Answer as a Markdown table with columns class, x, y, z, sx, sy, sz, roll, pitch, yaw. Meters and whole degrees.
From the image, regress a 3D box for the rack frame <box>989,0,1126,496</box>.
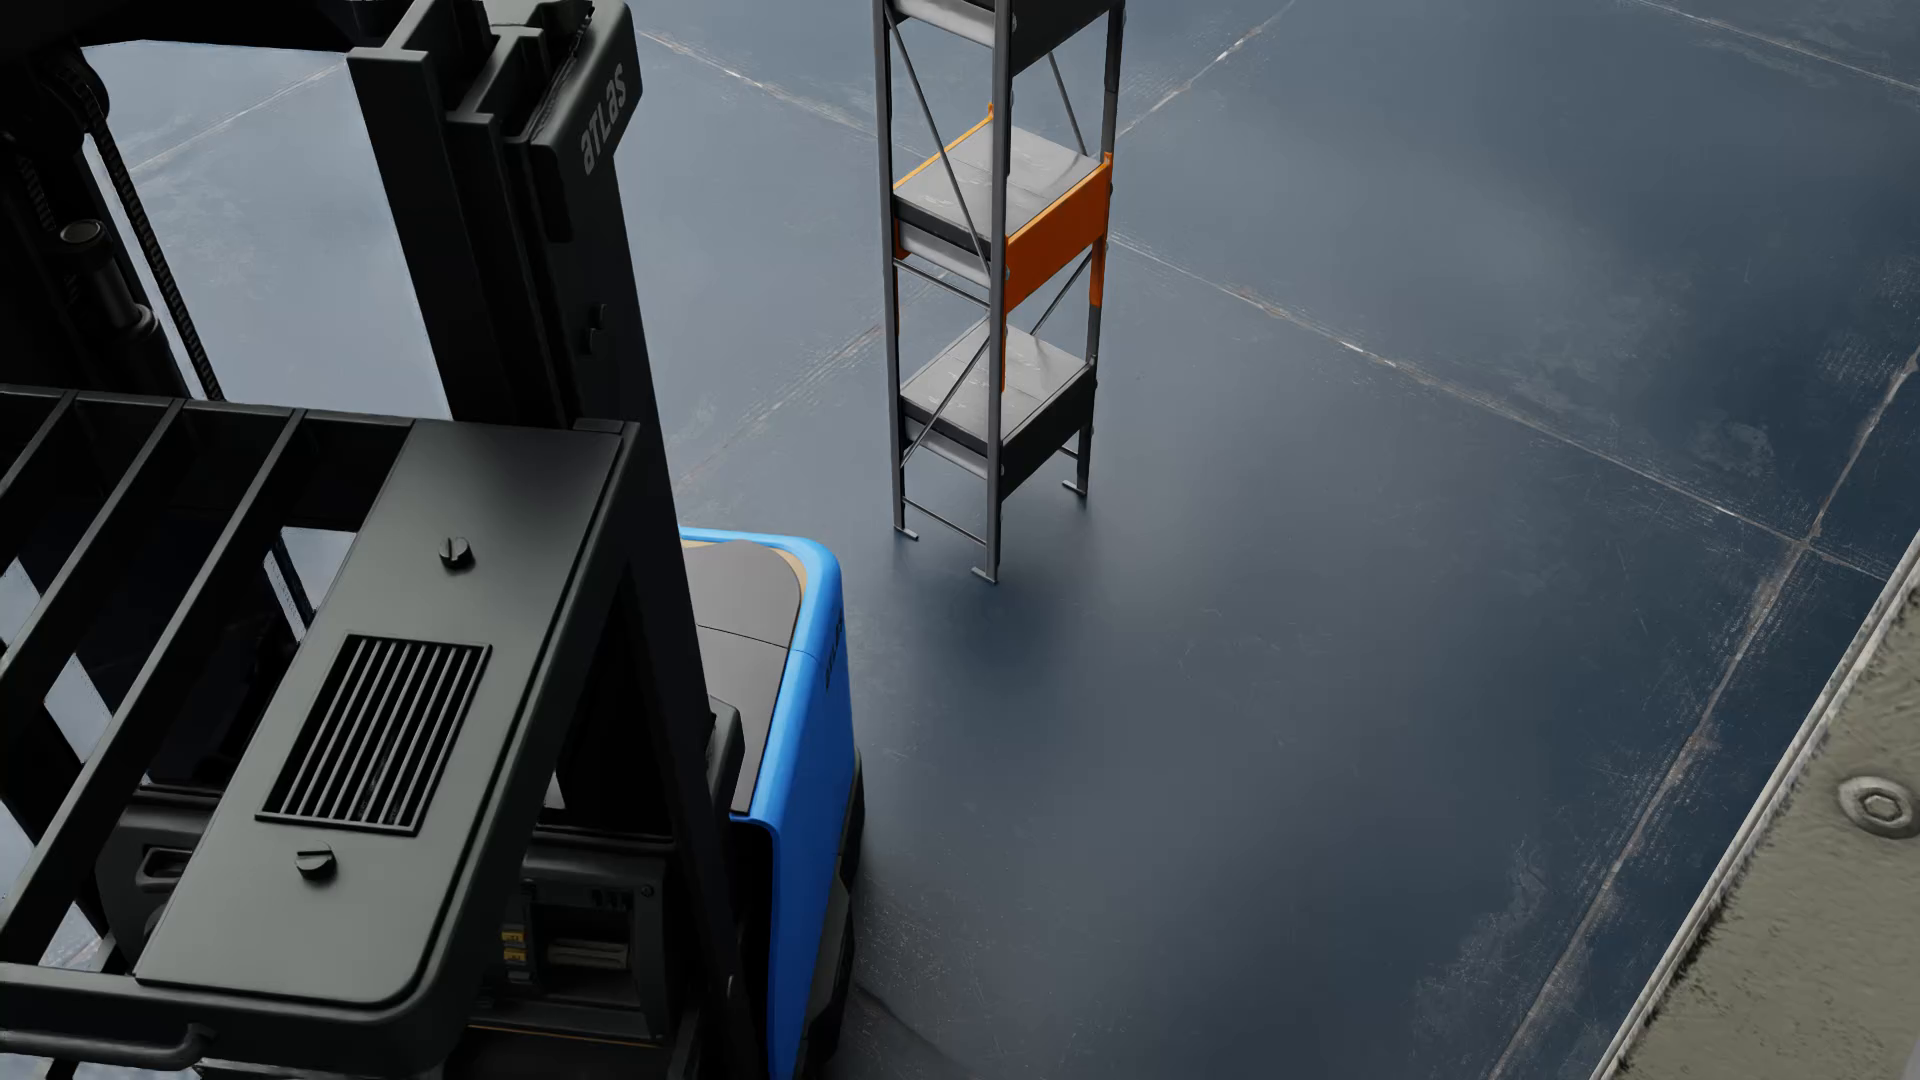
| class | x | y | z | sx | sy | sz | roll | pitch | yaw |
| --- | --- | --- | --- | --- | --- | --- | --- | --- | --- |
| rack frame | 0.250 | -0.960 | 4.715 | 0.400 | 2.100 | 0.015 | 29 | 53 | 25 |

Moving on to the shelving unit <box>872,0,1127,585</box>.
| class | x | y | z | sx | sy | sz | roll | pitch | yaw |
| --- | --- | --- | --- | --- | --- | --- | --- | --- | --- |
| shelving unit | 0.101 | -0.820 | 4.581 | 0.431 | 2.100 | 0.503 | 29 | 53 | 25 |

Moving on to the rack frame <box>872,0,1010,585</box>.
| class | x | y | z | sx | sy | sz | roll | pitch | yaw |
| --- | --- | --- | --- | --- | --- | --- | --- | --- | --- |
| rack frame | -0.048 | -0.680 | 4.448 | 0.400 | 2.100 | 0.015 | 29 | 53 | 25 |

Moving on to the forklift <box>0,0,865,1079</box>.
| class | x | y | z | sx | sy | sz | roll | pitch | yaw |
| --- | --- | --- | --- | --- | --- | --- | --- | --- | --- |
| forklift | -0.945 | 0.746 | 2.511 | 1.130 | 2.935 | 3.031 | 5 | 47 | 5 |

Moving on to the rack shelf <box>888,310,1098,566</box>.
| class | x | y | z | sx | sy | sz | roll | pitch | yaw |
| --- | --- | --- | --- | --- | --- | --- | --- | --- | --- |
| rack shelf | 0.101 | -0.327 | 5.097 | 0.431 | 0.518 | 0.480 | 29 | 53 | 25 |

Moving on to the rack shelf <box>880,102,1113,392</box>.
| class | x | y | z | sx | sy | sz | roll | pitch | yaw |
| --- | --- | --- | --- | --- | --- | --- | --- | --- | --- |
| rack shelf | 0.101 | -0.811 | 4.591 | 0.431 | 0.518 | 0.480 | 29 | 53 | 25 |

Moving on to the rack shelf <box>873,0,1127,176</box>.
| class | x | y | z | sx | sy | sz | roll | pitch | yaw |
| --- | --- | --- | --- | --- | --- | --- | --- | --- | --- |
| rack shelf | 0.101 | -1.294 | 4.085 | 0.431 | 0.518 | 0.480 | 29 | 53 | 25 |
